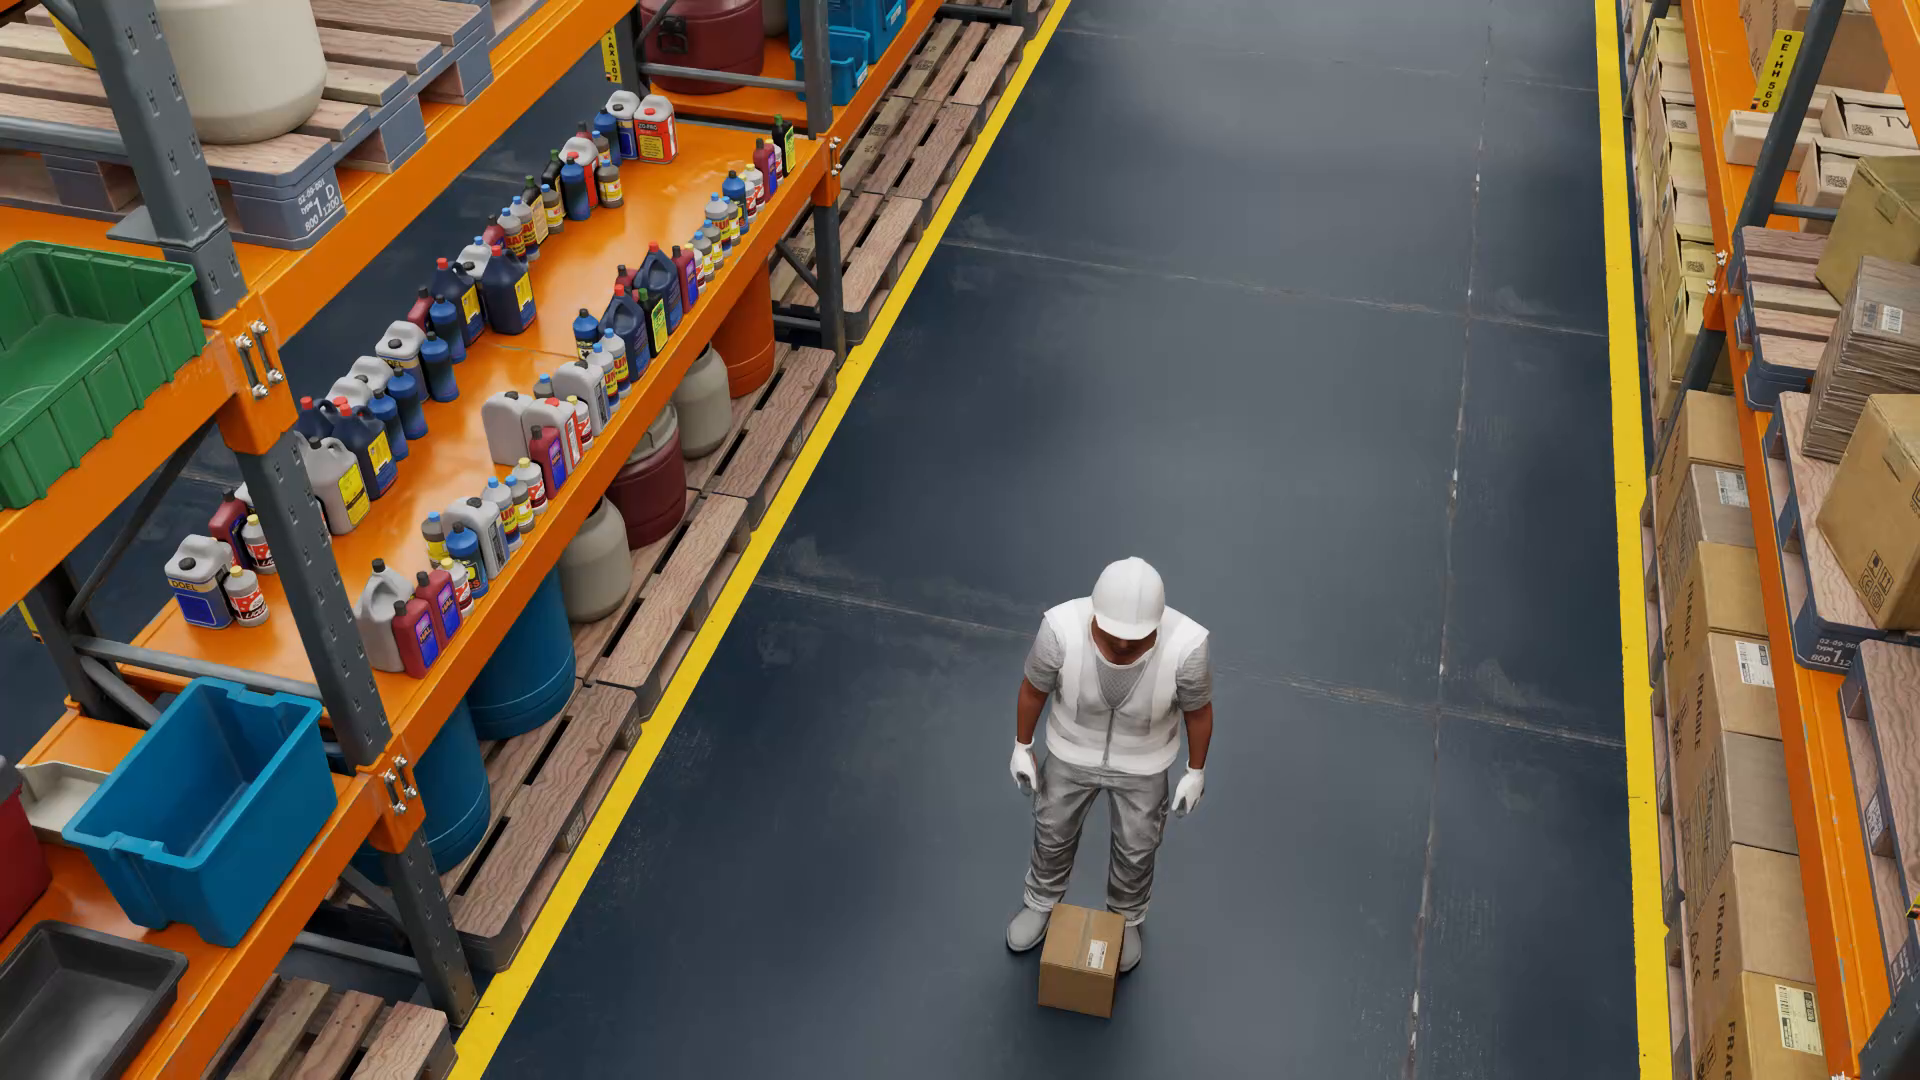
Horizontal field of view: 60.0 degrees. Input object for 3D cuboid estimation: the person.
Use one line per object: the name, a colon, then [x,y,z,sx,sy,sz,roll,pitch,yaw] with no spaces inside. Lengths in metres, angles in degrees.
person: [0.476,0.707,5.326,0.629,1.775,0.446,8,41,9]
